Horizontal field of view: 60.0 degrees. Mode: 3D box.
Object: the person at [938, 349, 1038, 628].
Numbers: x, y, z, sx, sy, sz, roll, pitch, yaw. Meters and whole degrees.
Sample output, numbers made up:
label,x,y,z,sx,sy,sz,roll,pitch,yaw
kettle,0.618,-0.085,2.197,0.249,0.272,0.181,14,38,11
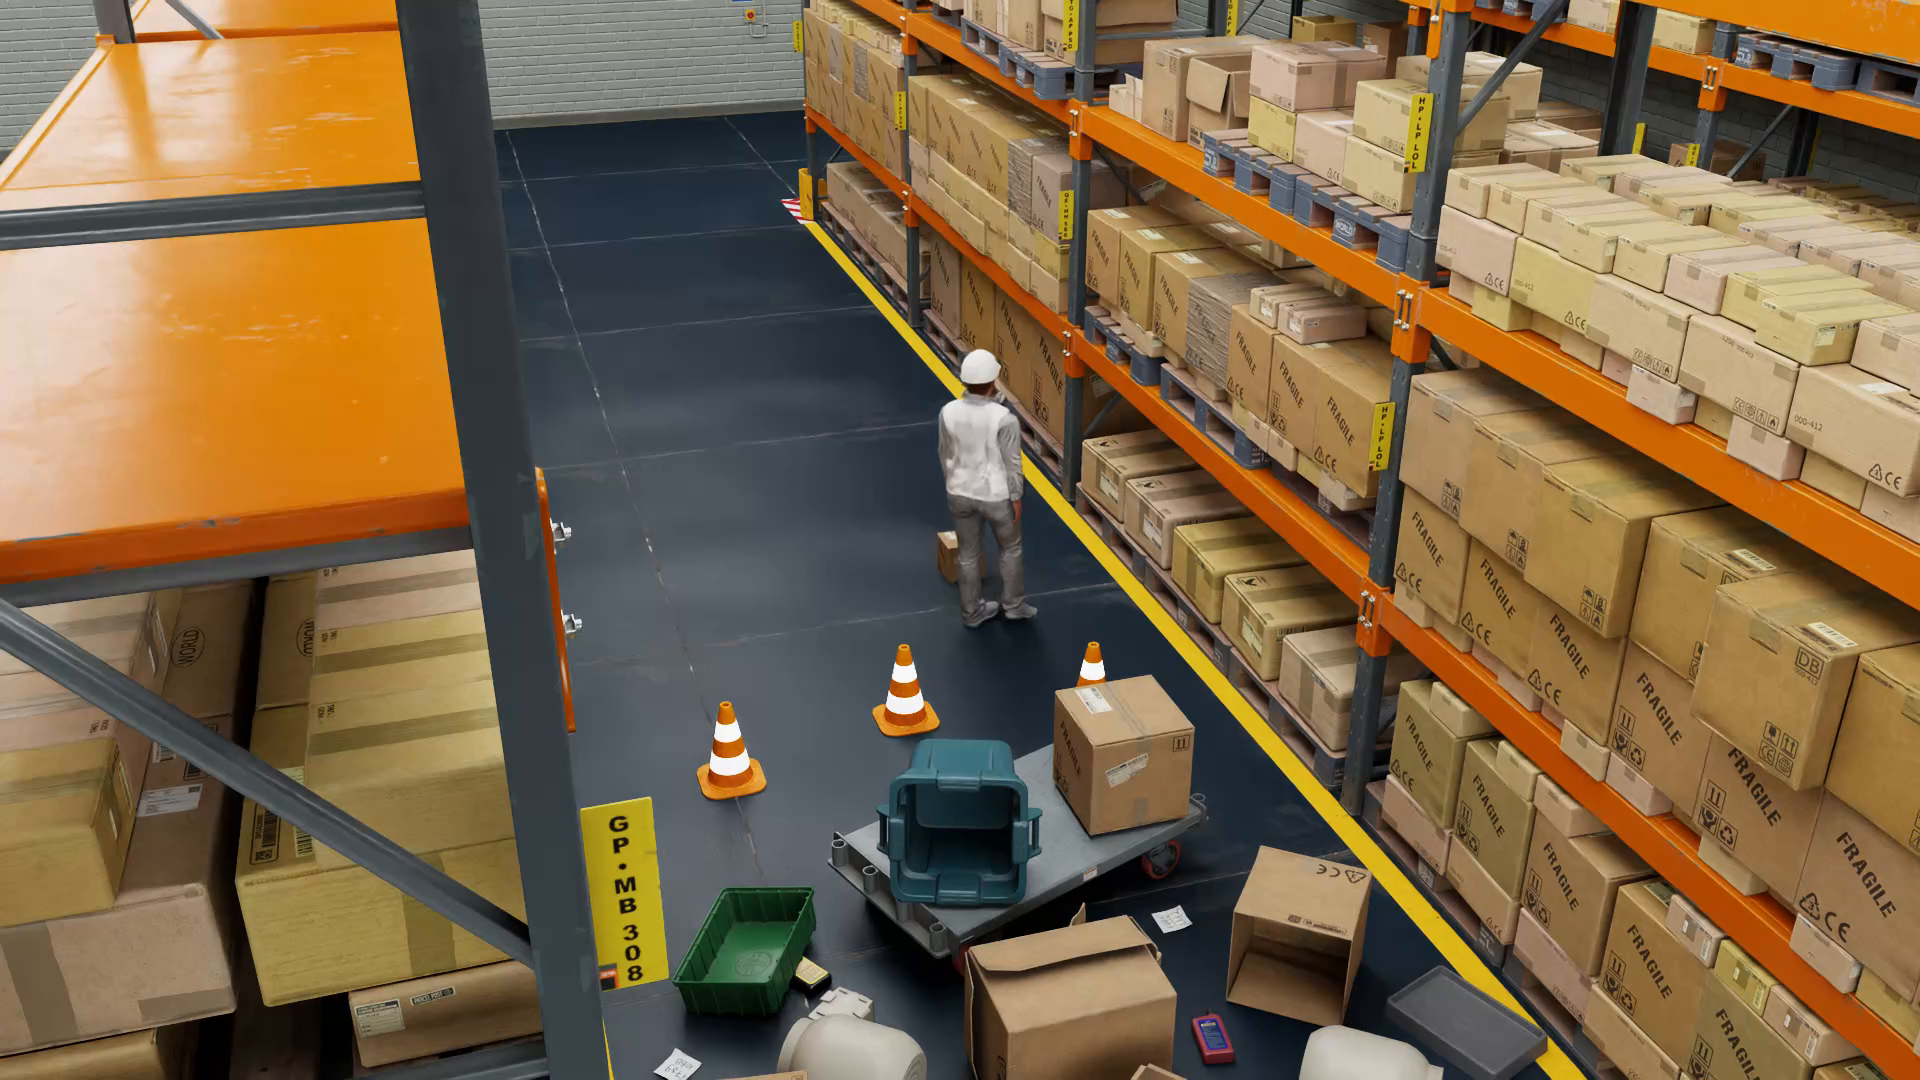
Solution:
label,x,y,z,sx,sy,sz,roll,pitch,yaw
person,0.165,-0.297,9.978,0.562,1.818,0.490,10,28,19
